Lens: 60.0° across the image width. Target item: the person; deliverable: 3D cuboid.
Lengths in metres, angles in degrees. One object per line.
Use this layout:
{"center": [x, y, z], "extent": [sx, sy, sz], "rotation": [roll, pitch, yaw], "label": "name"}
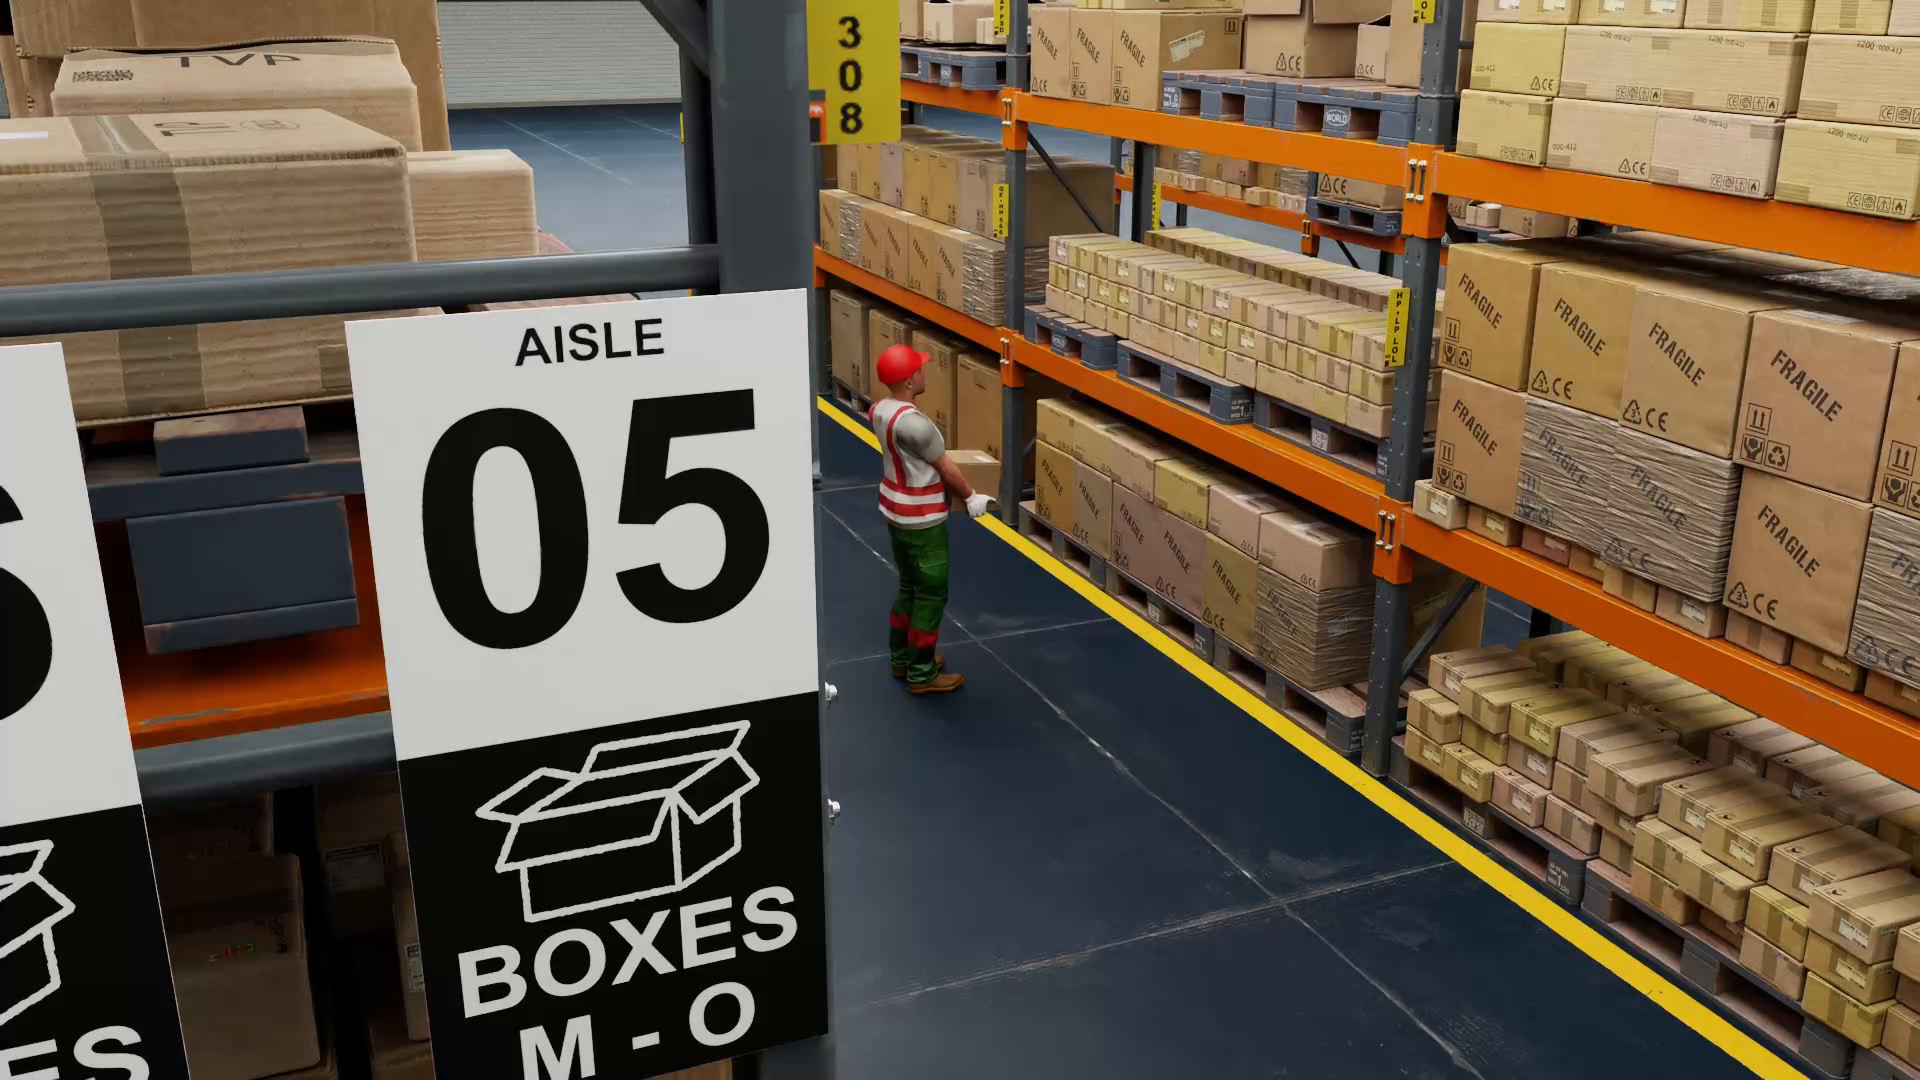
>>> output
{"center": [-0.134, -0.123, 8.399], "extent": [0.574, 1.782, 0.493], "rotation": [-8, 20, -22], "label": "person"}
